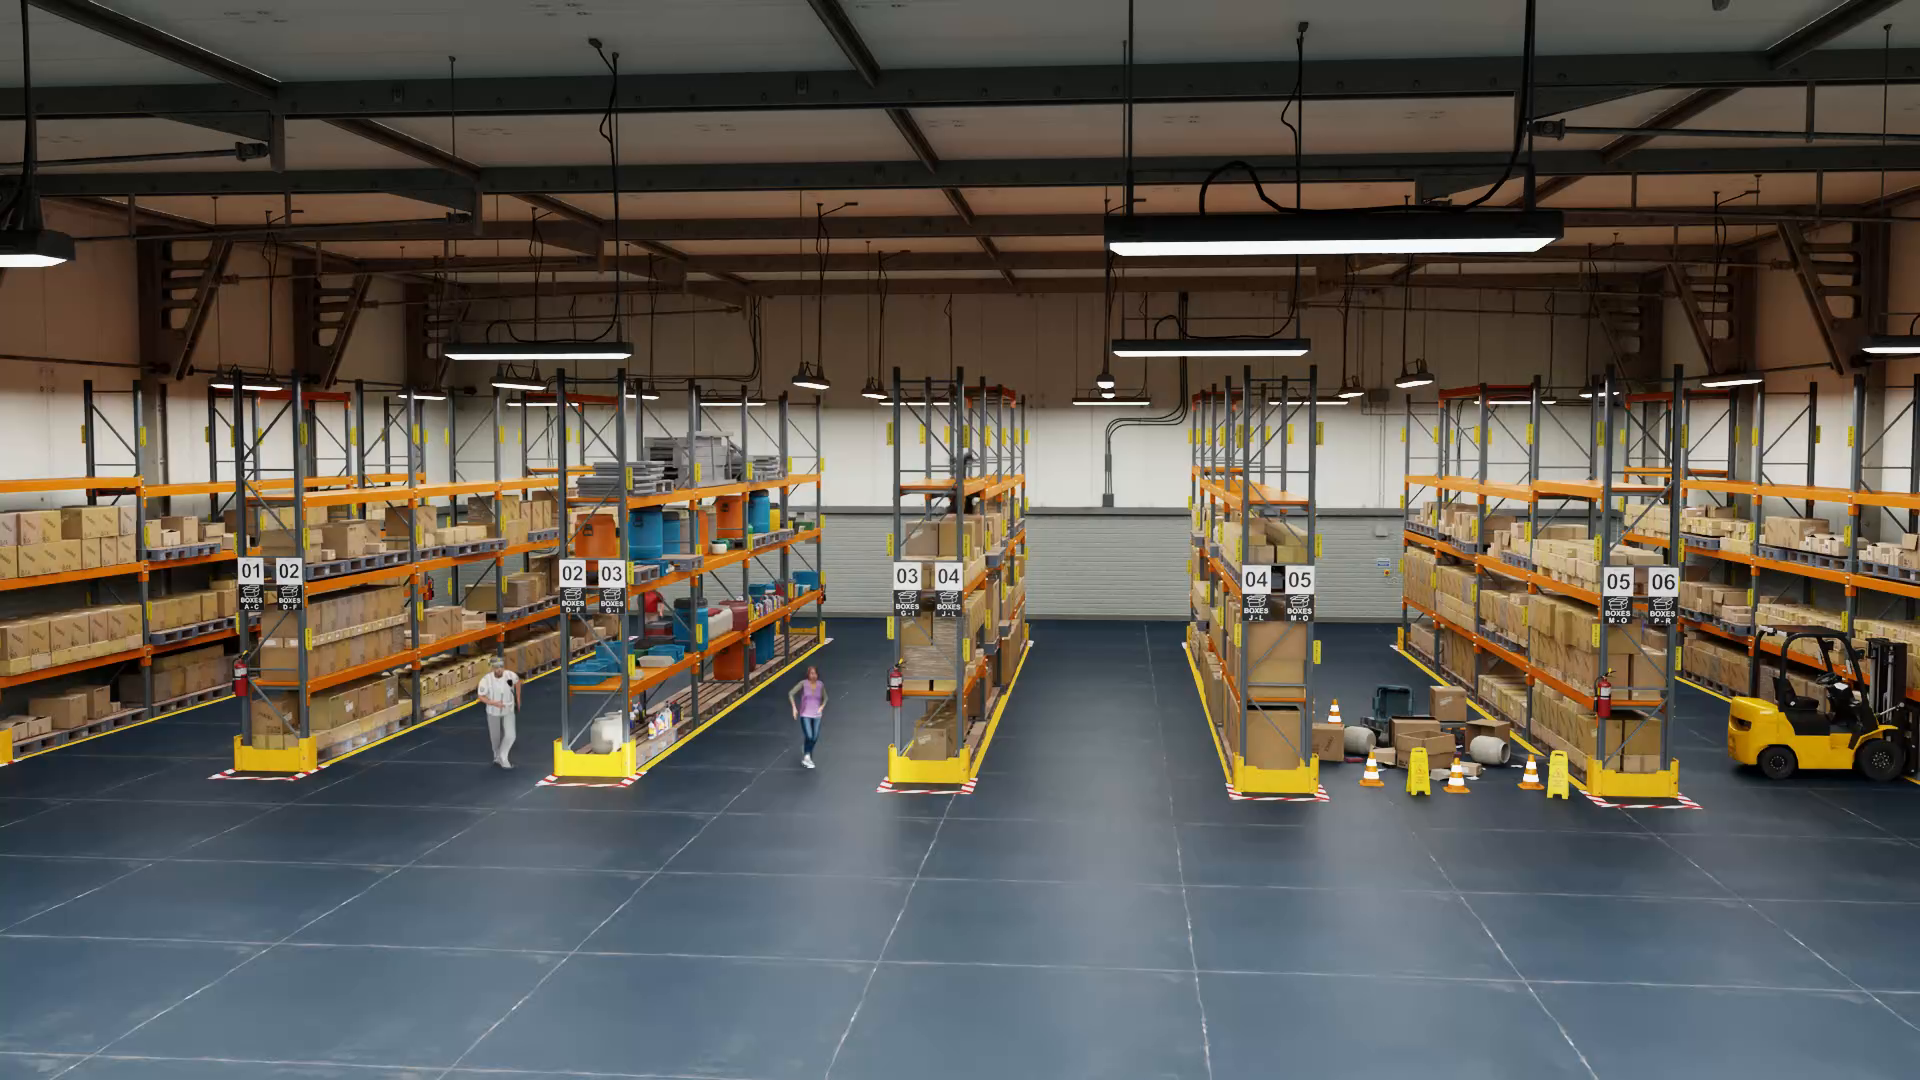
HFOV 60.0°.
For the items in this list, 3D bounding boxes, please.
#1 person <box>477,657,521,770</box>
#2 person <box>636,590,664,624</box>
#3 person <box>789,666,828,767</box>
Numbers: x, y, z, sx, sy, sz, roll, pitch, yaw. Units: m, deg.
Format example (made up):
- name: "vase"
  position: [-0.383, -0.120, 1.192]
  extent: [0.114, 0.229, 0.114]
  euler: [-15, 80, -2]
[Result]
- name: "person"
  position: [-6.950, 2.601, 25.112]
  extent: [0.632, 1.749, 0.797]
  euler: [-1, 4, -15]
- name: "person"
  position: [-7.189, 1.778, 38.480]
  extent: [0.645, 1.674, 0.638]
  euler: [0, 4, 1]
- name: "person"
  position: [-2.269, 2.713, 25.054]
  extent: [0.583, 1.459, 0.523]
  euler: [-1, 4, -19]
